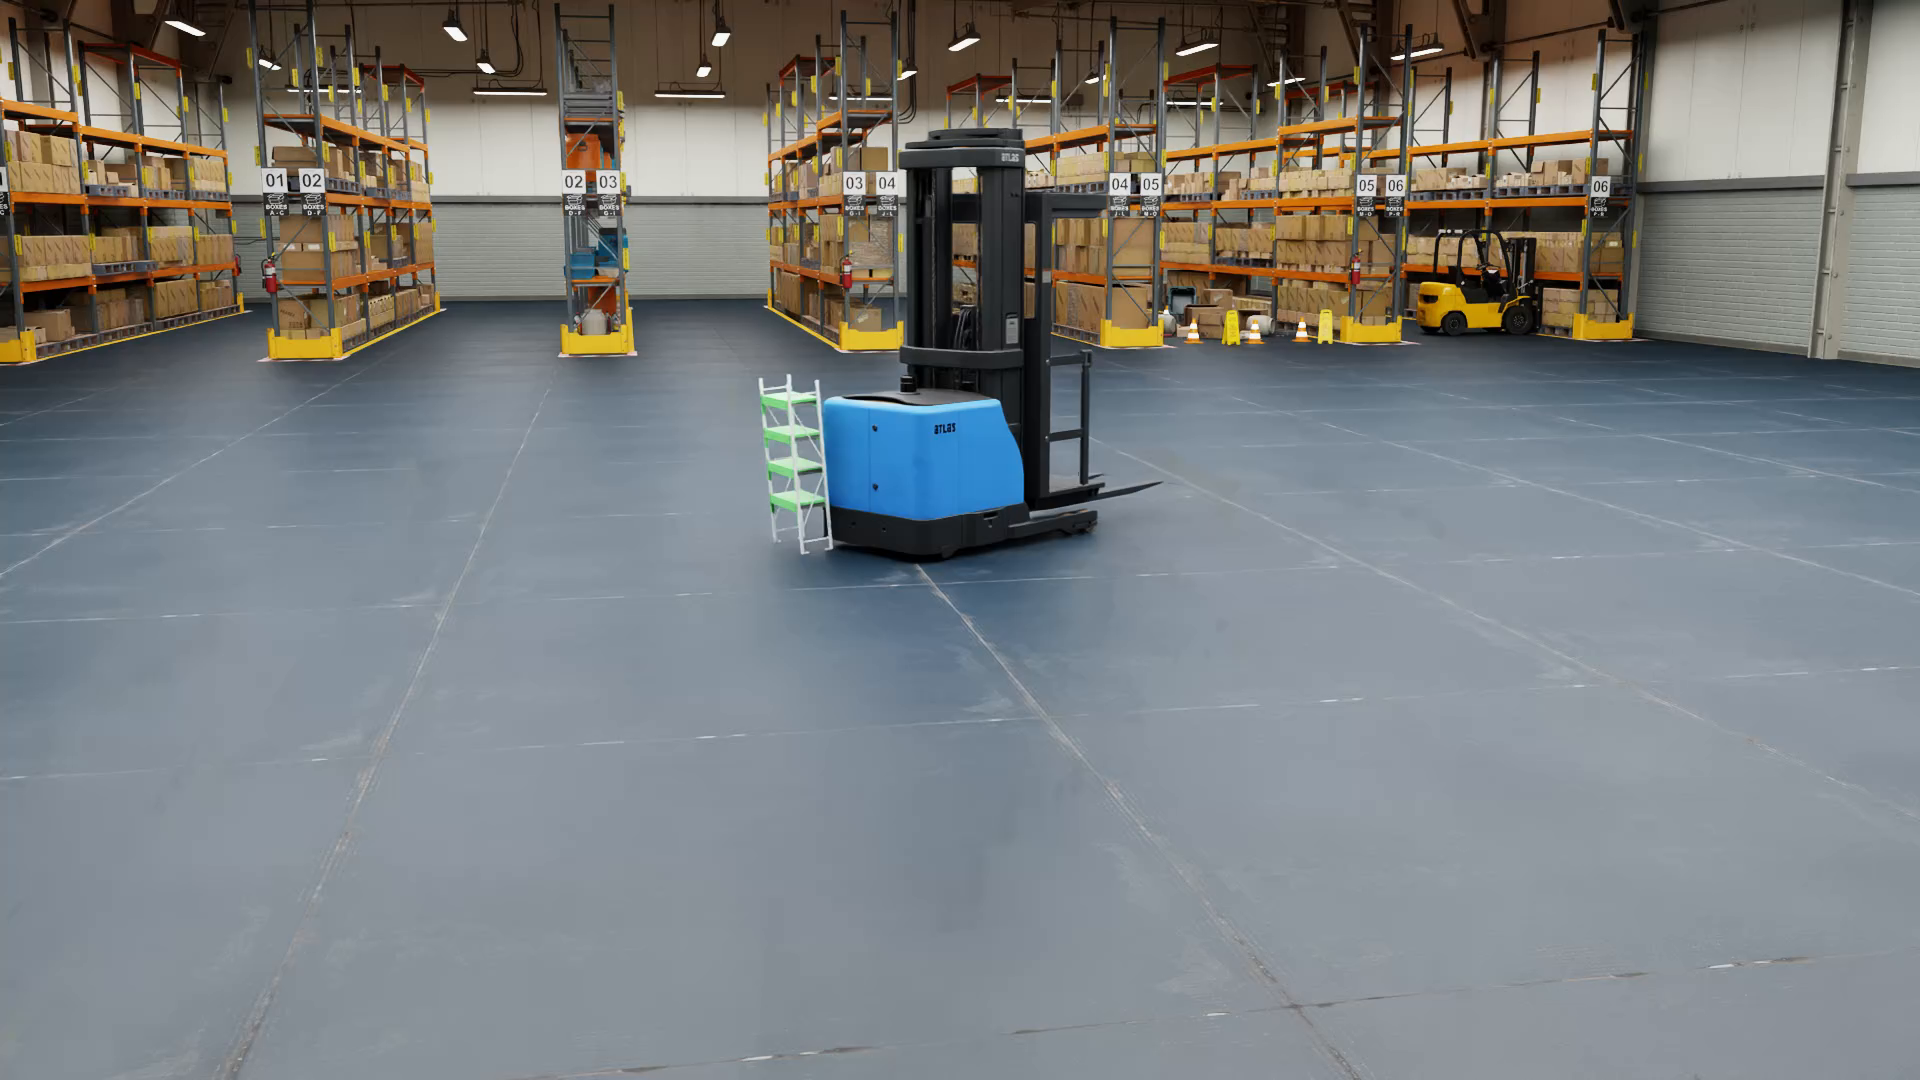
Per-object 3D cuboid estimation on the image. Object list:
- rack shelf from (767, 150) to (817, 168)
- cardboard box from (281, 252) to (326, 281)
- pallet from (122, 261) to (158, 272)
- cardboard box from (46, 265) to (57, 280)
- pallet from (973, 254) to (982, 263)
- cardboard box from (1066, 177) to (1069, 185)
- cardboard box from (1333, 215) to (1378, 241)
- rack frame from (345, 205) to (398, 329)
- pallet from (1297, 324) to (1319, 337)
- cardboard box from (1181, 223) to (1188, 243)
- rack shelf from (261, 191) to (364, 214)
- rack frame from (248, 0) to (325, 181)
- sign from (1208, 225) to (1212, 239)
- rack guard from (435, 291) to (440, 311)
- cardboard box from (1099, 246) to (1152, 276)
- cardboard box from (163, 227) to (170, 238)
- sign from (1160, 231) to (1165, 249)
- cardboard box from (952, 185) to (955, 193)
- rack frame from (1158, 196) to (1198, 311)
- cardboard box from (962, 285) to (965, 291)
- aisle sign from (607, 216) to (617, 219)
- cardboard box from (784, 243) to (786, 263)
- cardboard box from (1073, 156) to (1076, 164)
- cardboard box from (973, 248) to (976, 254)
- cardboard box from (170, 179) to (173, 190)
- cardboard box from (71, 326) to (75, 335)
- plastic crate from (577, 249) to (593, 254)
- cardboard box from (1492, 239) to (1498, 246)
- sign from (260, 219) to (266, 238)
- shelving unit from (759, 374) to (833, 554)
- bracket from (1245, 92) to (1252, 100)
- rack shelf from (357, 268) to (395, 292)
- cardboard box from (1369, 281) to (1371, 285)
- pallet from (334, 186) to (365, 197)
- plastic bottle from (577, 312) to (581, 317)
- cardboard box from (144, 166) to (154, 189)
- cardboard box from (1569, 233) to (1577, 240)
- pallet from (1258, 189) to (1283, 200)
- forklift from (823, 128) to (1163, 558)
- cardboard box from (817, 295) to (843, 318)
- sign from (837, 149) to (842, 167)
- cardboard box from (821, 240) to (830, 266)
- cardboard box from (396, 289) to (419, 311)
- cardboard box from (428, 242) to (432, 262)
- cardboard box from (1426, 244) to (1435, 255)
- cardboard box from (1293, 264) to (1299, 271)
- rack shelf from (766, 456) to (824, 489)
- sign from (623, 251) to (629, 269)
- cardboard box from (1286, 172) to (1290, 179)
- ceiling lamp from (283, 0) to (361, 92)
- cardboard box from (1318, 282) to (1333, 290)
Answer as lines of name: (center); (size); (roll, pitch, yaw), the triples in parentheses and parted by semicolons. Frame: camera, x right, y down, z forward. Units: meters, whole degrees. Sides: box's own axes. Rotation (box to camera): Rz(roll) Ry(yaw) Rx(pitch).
rack shelf: (-4.350, -9.971, 43.512); (1.077, 0.370, 4.000); (-2, 11, -11)
cardboard box: (-11.423, -4.782, 29.031); (0.700, 0.500, 0.500); (-2, 11, -11)
pallet: (-17.516, -5.712, 34.699); (1.213, 0.211, 1.003); (-2, 11, -11)
cardboard box: (-16.195, -4.692, 29.171); (0.500, 0.250, 0.500); (-2, 11, -12)
pallet: (0.930, -7.129, 42.145); (1.003, 0.211, 1.213); (-2, 11, -11)
cardboard box: (2.365, -7.289, 33.730); (0.380, 0.149, 0.250); (-2, 11, -12)
cardboard box: (7.780, -6.139, 32.691); (0.700, 0.500, 0.500); (-2, 11, -12)
rack frame: (-12.901, -6.114, 36.297); (1.000, 3.000, 0.127); (-2, 11, -11)
pallet: (7.721, -4.385, 34.668); (1.003, 0.211, 1.213); (-2, 11, -11)
cardboard box: (5.891, -7.738, 41.887); (0.500, 0.500, 0.500); (-2, 11, -12)
rack shelf: (-11.734, -6.134, 30.303); (1.077, 0.370, 4.000); (-2, 11, -11)
rack frame: (-11.345, -7.594, 28.028); (1.000, 3.000, 0.127); (-2, 11, -11)
sign: (5.994, -7.382, 39.862); (0.100, 0.325, 0.005); (-2, 11, -11)
rack guard: (-14.442, -6.339, 44.167); (1.175, 0.500, 0.348); (-2, 11, -11)
cardboard box: (3.141, -5.308, 31.663); (0.875, 0.550, 0.550); (-2, 11, -11)
cardboard box: (-17.801, -6.790, 36.724); (0.500, 0.250, 0.500); (-2, 11, -11)
sign: (3.803, -5.652, 31.340); (0.100, 0.325, 0.005); (-2, 11, -11)
cardboard box: (0.079, -9.563, 45.457); (0.500, 0.250, 0.500); (-2, 11, -12)
rack frame: (5.759, -7.568, 43.934); (1.000, 3.000, 0.127); (-2, 11, -11)
cardboard box: (0.273, -6.760, 44.599); (0.380, 0.149, 0.250); (-3, 11, -13)
aisle sign: (-9.324, -9.062, 44.831); (0.394, 0.787, 0.004); (-2, 11, -11)
cardboard box: (-4.117, -7.163, 41.541); (0.500, 0.500, 0.500); (-2, 11, -11)
cardboard box: (2.466, -7.587, 33.160); (0.380, 0.149, 0.250); (-2, 11, -11)
cardboard box: (0.549, -7.363, 42.408); (0.380, 0.149, 0.250); (-3, 11, -14)
cardboard box: (-18.901, -8.439, 39.501); (0.500, 0.250, 0.500); (-2, 11, -10)
cardboard box: (-16.848, -3.927, 31.207); (0.380, 0.166, 0.250); (-4, 11, -18)
plastic crate: (-7.658, -5.669, 33.788); (0.402, 0.464, 0.583); (-2, 11, -11)
cardboard box: (11.988, -6.581, 36.750); (0.380, 0.149, 0.250); (-2, 11, -12)
sign: (-11.880, -5.315, 28.368); (0.100, 0.325, 0.005); (-2, 11, -11)
shelving unit: (-1.166, -0.544, 11.797); (0.258, 1.200, 0.503); (-11, 14, -28)
bracket: (9.320, -14.223, 53.229); (0.235, 0.232, 0.430); (-2, 11, -11)
rack shelf: (-12.512, -5.394, 34.437); (1.077, 0.370, 4.000); (-2, 11, -11)
cardboard box: (10.833, -6.685, 43.123); (0.380, 0.149, 0.250); (-2, 11, -11)
pallet: (-12.307, -6.921, 33.028); (0.805, 0.209, 1.217); (-3, 11, -13)
plastic bottle: (-7.514, -4.312, 32.735); (0.144, 0.351, 0.185); (-2, 11, -9)
cardboard box: (-18.160, -7.956, 36.509); (0.700, 0.500, 0.500); (-2, 11, -8)
cardboard box: (12.607, -6.164, 33.762); (0.380, 0.149, 0.250); (-2, 11, -11)
pallet: (7.300, -7.599, 36.578); (1.213, 0.211, 1.003); (-2, 11, -11)
forklift: (0.387, -1.533, 12.412); (1.130, 2.935, 3.031); (10, 14, 41)
cardboard box: (-2.796, -5.135, 36.660); (0.700, 0.500, 0.500); (-1, 11, -6)
sign: (-2.176, -6.898, 30.028); (0.100, 0.325, 0.005); (-2, 11, -11)
cardboard box: (-2.316, -5.758, 33.361); (0.875, 0.500, 0.500); (-2, 11, -11)
cardboard box: (-13.302, -5.756, 39.924); (0.500, 0.500, 0.500); (-2, 11, -11)
cardboard box: (-13.999, -7.463, 43.118); (0.500, 0.500, 0.500); (-2, 11, -11)
cardboard box: (11.433, -6.908, 39.534); (0.500, 0.250, 0.500); (-2, 11, -12)
cardboard box: (7.258, -5.769, 35.156); (0.380, 0.149, 0.250); (-2, 11, -9)
rack shelf: (-1.162, -0.482, 11.812); (0.258, 0.148, 0.480); (-11, 14, -28)
sign: (-5.945, -4.982, 29.606); (0.100, 0.325, 0.005); (-2, 11, -11)
cardboard box: (7.136, -7.726, 35.283); (0.380, 0.149, 0.250); (-2, 11, -9)
ceiling lamp: (-17.360, -13.799, 45.018); (2.000, 3.185, 0.800); (-2, 11, -11)
cardboard box: (7.499, -5.158, 33.764); (0.380, 0.149, 0.250); (-2, 11, -10)
